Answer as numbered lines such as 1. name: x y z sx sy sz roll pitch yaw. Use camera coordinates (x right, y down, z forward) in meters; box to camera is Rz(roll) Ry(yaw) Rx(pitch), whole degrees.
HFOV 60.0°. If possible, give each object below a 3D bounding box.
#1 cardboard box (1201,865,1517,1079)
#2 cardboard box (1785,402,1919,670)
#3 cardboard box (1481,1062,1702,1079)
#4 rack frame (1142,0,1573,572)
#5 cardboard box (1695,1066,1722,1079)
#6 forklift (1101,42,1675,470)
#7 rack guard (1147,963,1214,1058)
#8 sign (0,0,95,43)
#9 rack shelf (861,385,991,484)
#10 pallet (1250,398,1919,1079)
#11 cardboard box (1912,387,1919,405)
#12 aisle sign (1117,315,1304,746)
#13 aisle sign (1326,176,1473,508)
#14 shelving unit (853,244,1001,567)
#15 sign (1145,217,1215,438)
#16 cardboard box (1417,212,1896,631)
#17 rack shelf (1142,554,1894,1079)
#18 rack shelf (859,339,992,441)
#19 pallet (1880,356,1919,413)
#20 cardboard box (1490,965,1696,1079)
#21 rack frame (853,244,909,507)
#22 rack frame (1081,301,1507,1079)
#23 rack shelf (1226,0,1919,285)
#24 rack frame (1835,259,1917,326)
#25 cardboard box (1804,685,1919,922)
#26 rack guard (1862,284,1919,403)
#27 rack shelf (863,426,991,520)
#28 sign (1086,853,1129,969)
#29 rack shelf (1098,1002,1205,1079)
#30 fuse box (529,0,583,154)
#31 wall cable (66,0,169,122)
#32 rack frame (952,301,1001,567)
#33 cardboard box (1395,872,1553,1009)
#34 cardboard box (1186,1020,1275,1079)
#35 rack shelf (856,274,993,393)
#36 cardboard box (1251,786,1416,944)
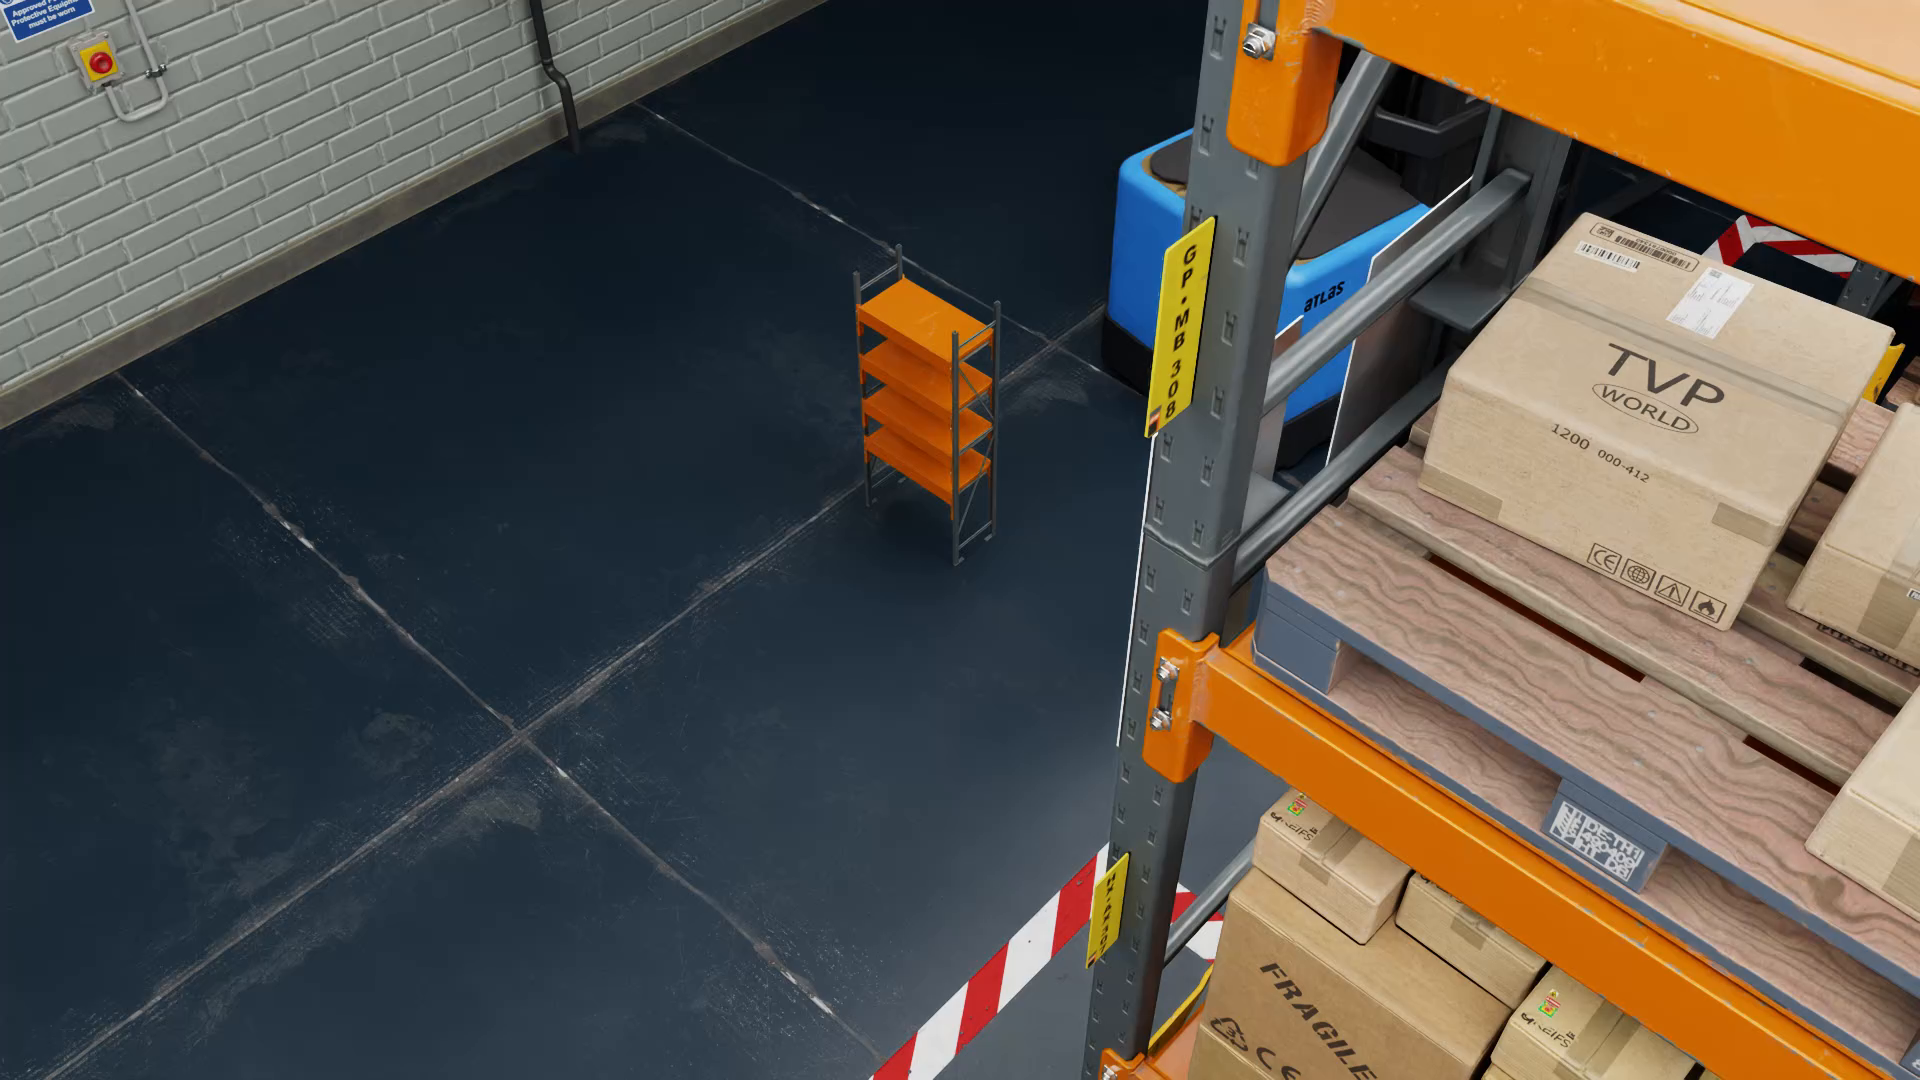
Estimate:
1. cardboard box: 0.835 0.791 3.195 0.500 0.500 0.500 33 55 27
2. cardboard box: 1.430 -0.002 2.452 0.250 0.149 0.380 30 54 25
3. cardboard box: 1.220 1.043 2.959 0.500 0.500 0.500 32 55 27
4. rack frame: 0.676 -1.276 1.775 0.127 3.000 1.000 34 55 28
5. cardboard box: 1.309 0.905 2.643 0.250 0.149 0.380 32 55 27
6. forklift: 2.110 -2.168 6.775 3.031 2.935 1.130 -29 53 -24
7. rack guard: 0.658 1.622 4.884 0.348 0.500 1.175 34 55 28
8. sign: -3.561 -2.094 6.474 0.001 0.218 0.327 34 55 28
9. rack shelf: -0.122 -0.446 6.438 0.480 0.148 0.258 34 55 28
10. pallet: 1.228 0.143 2.562 1.213 0.211 1.003 34 55 28
11. cardboard box: 4.425 -0.819 6.886 0.637 0.503 0.797 32 54 26
12. aisle sign: 0.426 0.008 2.902 0.004 0.787 0.394 34 55 28
13. aisle sign: 0.833 -0.314 3.204 0.004 0.787 0.394 34 55 28
14. shelving unit: -0.122 -0.493 6.389 0.503 1.200 0.258 34 55 28
15. sign: 0.295 -0.281 2.245 0.005 0.325 0.100 34 55 28
16. cardboard box: 1.068 -0.201 2.570 0.500 0.250 0.500 29 53 25
17. rack shelf: 2.146 0.986 2.202 4.000 0.370 1.077 34 55 28
18. rack shelf: -0.122 -0.600 6.275 0.480 0.148 0.258 34 55 28
19. pallet: 4.682 -0.497 7.072 1.213 0.211 1.003 34 55 28
20. cardboard box: 1.103 0.785 2.756 0.250 0.149 0.380 36 56 29
21. rack frame: -0.301 -0.613 6.503 0.015 1.200 0.240 34 55 28
22. rack frame: 0.676 0.778 3.962 0.127 3.000 1.000 34 55 28
23. rack shelf: 2.146 0.097 1.255 4.000 0.370 1.077 34 55 28
24. rack frame: 4.040 -1.883 6.460 0.127 3.000 1.000 34 55 28
25. cardboard box: 1.319 0.320 2.150 0.250 0.149 0.380 36 56 29
26. rack guard: 4.095 -0.990 7.336 0.348 0.500 1.175 34 55 28
27. rack shelf: -0.122 -0.311 6.583 0.480 0.148 0.258 34 55 28
28. sign: 0.295 0.749 3.341 0.005 0.325 0.100 34 55 28
29. rack shelf: 2.146 2.013 3.296 4.000 0.370 1.077 34 55 28
30. fuse box: -1.952 -2.610 8.027 0.414 1.711 0.539 34 55 28
31. wall cable: -3.484 -2.356 6.186 0.123 1.953 0.585 34 55 28
32. rack frame: 0.058 -0.372 6.276 0.015 1.200 0.240 34 55 28
33. cardboard box: 0.990 0.595 2.935 0.250 0.149 0.380 35 56 28
34. cardboard box: 0.834 1.135 3.558 0.500 0.500 0.500 34 55 27
35. rack shelf: -0.122 -0.762 6.103 0.480 0.148 0.258 34 55 28
36. cardboard box: 0.749 0.503 3.020 0.250 0.149 0.380 35 56 28
